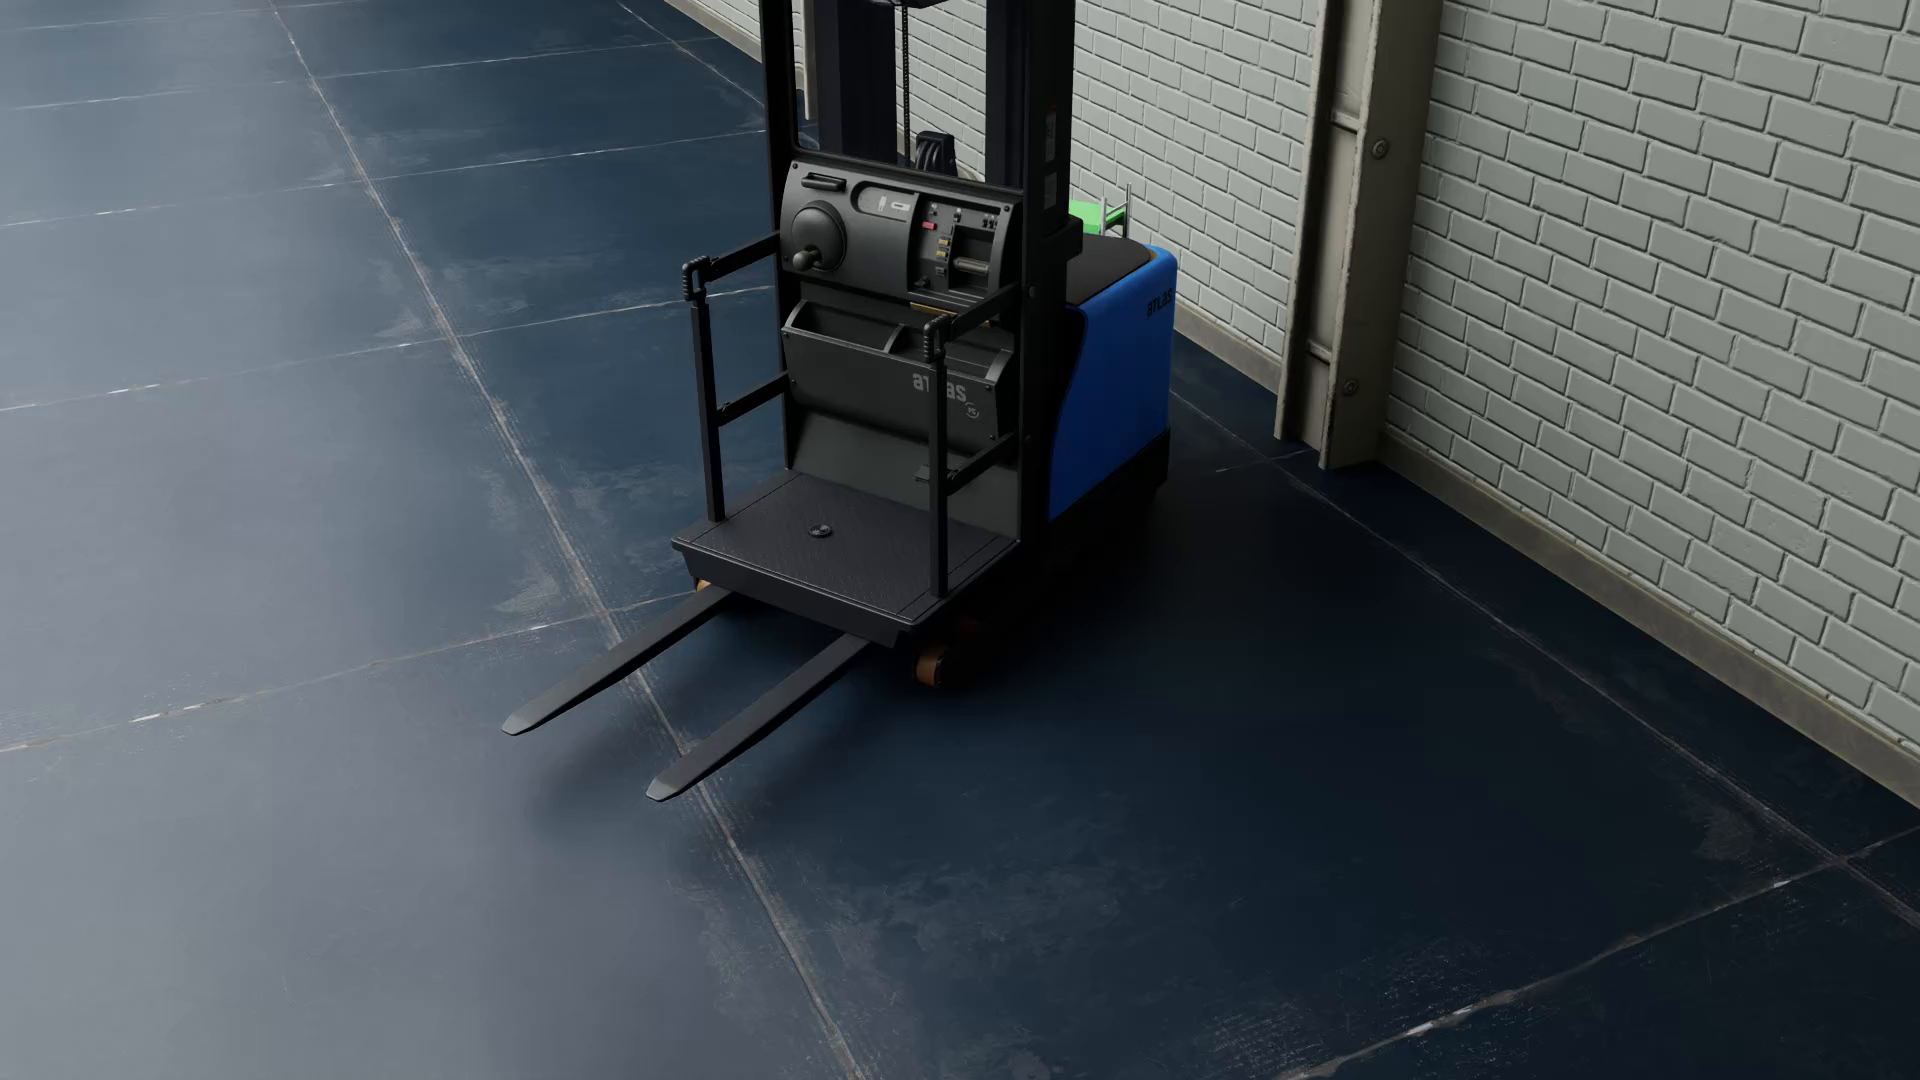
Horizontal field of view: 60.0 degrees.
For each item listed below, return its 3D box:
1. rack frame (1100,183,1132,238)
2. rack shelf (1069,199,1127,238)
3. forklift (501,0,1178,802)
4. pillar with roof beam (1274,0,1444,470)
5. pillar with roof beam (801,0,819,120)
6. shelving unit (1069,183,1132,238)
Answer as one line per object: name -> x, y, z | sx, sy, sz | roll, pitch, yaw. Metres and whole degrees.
rack frame -> 0.648, -0.923, 7.170 | 0.015, 1.200, 0.240 | 17, 34, 28
rack shelf -> 0.442, -1.350, 7.081 | 0.480, 0.148, 0.258 | 17, 34, 28
forklift -> -0.342, -1.021, 5.574 | 1.130, 2.935, 3.031 | 18, 34, 28
pillar with roof beam -> -2.232, -3.446, 3.694 | 9.100, 9.000, 0.400 | -13, 32, -22
pillar with roof beam -> -4.808, -6.096, 8.421 | 9.100, 9.000, 0.400 | -13, 32, -22
shelving unit -> 0.442, -0.987, 7.284 | 0.503, 1.200, 0.258 | 17, 34, 28
